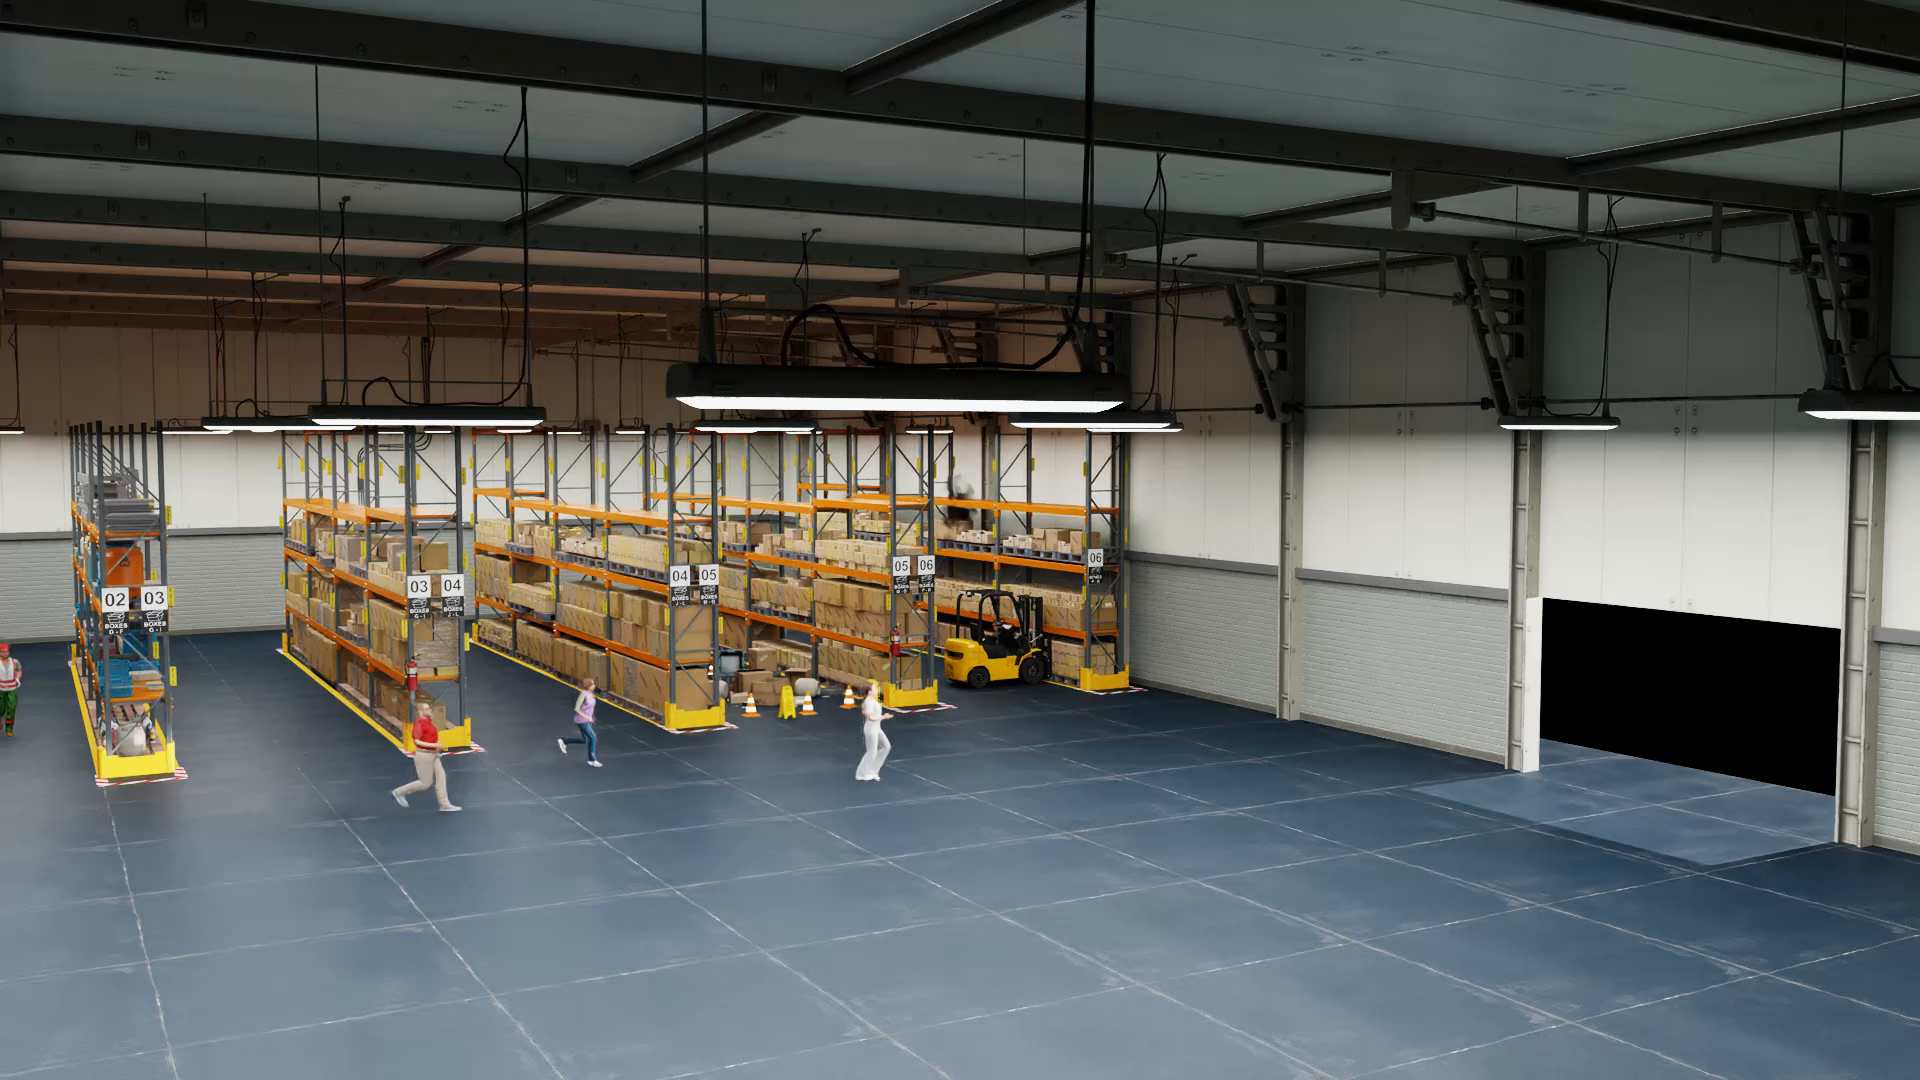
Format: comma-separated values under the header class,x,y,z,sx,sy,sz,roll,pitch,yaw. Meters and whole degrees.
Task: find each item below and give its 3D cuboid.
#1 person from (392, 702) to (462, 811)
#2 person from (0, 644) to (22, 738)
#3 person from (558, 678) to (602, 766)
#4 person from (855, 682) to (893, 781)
class,x,y,z,sx,sy,sz,roll,pitch,yaw
person,-8.102,3.307,25.274,0.992,1.690,0.678,0,4,-4
person,-18.229,2.867,31.750,0.667,1.763,0.860,-3,5,-43
person,-6.627,3.177,28.951,0.768,1.576,0.554,0,4,3
person,-1.419,3.188,27.591,0.642,1.678,0.546,0,4,6
